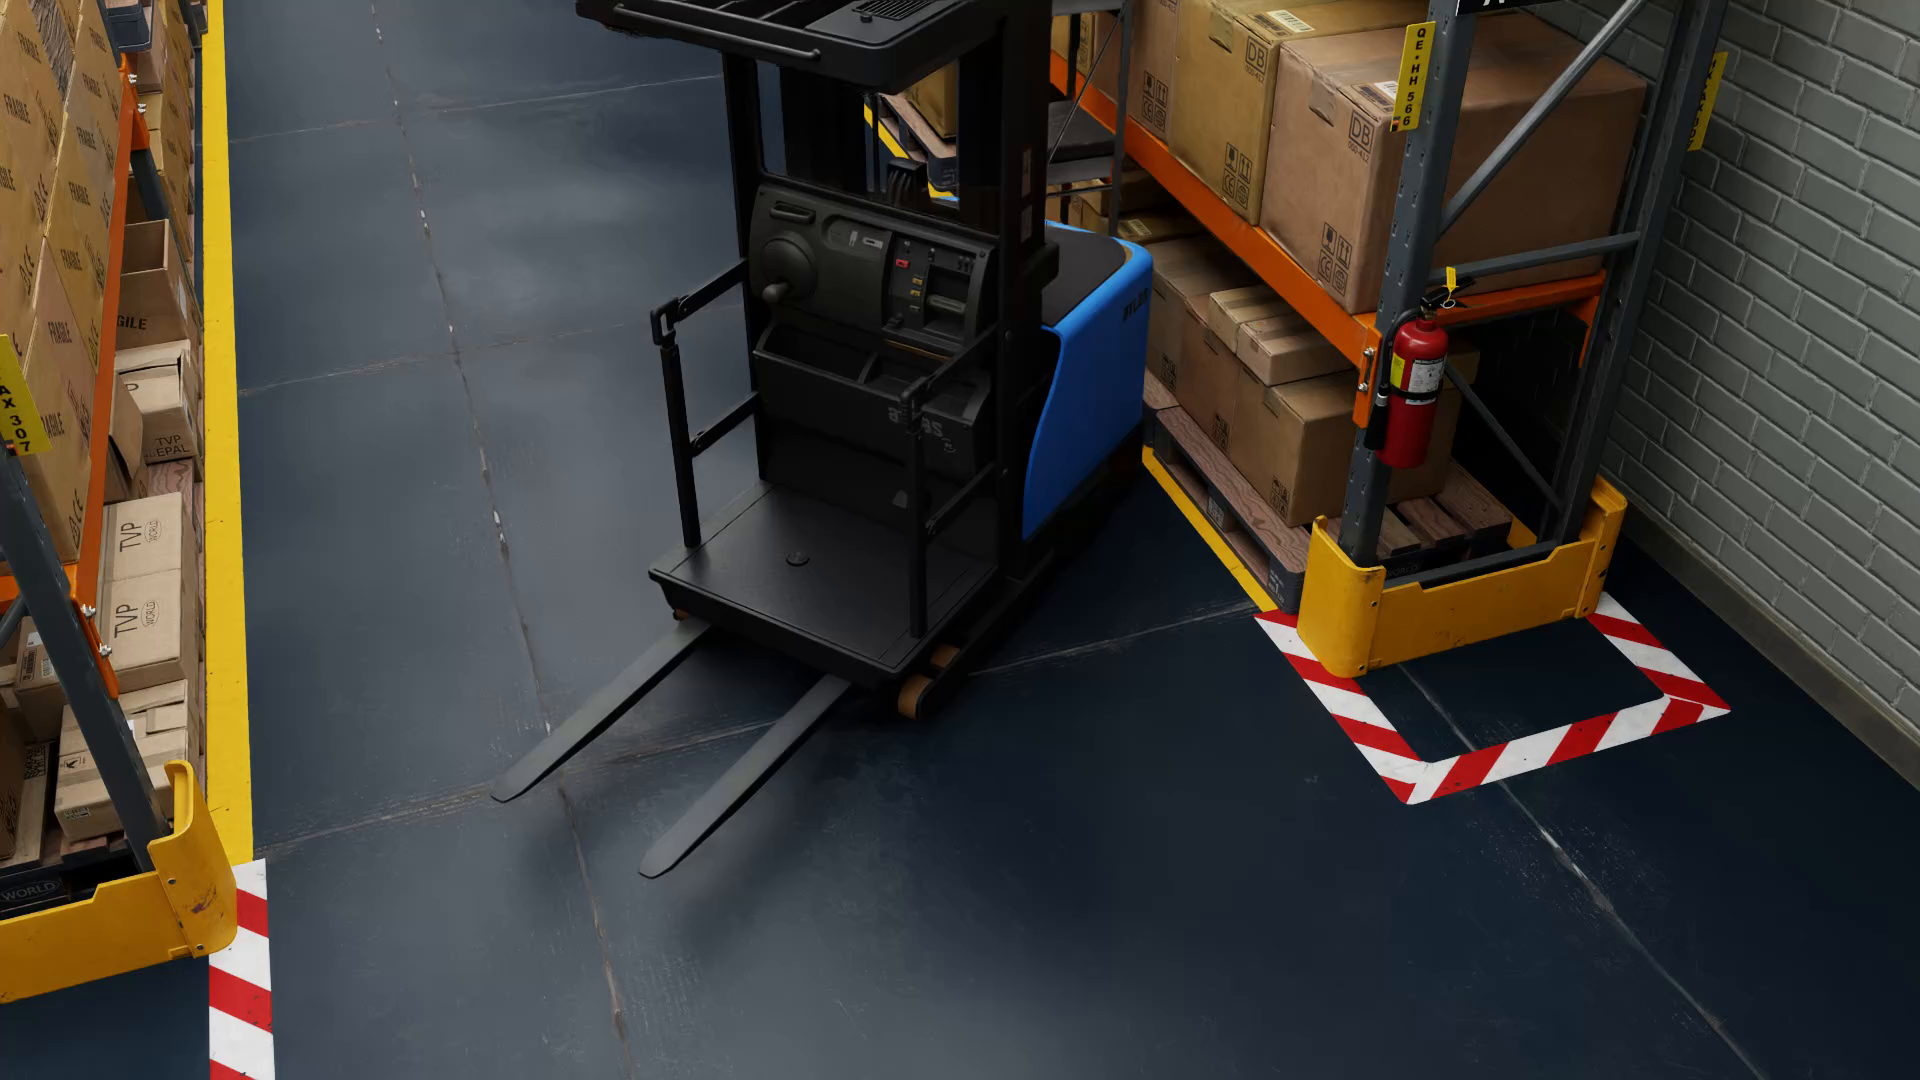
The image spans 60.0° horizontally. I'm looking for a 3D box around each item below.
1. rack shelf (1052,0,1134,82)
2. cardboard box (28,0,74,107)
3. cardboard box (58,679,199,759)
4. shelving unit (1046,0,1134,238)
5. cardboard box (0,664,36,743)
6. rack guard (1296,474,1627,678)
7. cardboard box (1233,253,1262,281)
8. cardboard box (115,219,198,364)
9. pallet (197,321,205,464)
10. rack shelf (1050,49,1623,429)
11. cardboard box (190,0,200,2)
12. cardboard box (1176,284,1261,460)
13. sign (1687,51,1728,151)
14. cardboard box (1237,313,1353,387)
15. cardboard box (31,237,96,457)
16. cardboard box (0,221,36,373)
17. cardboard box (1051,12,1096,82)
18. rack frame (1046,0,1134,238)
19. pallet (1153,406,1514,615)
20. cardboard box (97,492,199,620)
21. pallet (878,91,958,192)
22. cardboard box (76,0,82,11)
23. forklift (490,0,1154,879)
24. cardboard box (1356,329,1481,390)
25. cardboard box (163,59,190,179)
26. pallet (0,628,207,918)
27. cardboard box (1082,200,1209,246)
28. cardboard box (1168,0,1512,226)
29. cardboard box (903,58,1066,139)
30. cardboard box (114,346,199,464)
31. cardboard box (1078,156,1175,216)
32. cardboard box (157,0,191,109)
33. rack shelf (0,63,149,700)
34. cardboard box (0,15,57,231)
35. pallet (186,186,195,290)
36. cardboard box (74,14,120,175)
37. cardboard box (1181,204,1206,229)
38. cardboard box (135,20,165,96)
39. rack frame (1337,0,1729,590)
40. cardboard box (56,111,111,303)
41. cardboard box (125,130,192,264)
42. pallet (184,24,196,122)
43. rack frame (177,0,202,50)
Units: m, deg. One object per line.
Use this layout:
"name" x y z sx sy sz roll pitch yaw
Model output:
"rack shelf" 0.402 -2.130 6.673 0.431 0.518 0.480 -12 37 -18
"cardboard box" -3.404 -1.778 5.703 0.500 0.500 0.500 -12 39 -16
"cardboard box" -2.704 0.623 5.419 0.380 0.166 0.250 -12 39 -16
"shelving unit" 0.392 -1.569 7.067 0.431 2.100 0.503 -12 37 -18
"cardboard box" -3.269 0.568 5.492 0.380 0.166 0.250 -12 39 -16
"rack guard" 1.862 0.100 6.202 1.175 0.500 0.348 -12 39 -16
"cardboard box" 1.401 -1.257 7.115 0.380 0.149 0.250 -12 39 -15
"cardboard box" -3.710 -1.058 7.374 0.500 0.500 0.500 -12 39 -16
"pallet" -3.937 -0.642 7.427 1.003 0.211 1.213 -12 39 -16
"rack shelf" 1.165 -1.755 7.184 1.077 0.370 4.000 -12 39 -16
"cardboard box" -5.454 -3.830 11.278 0.500 0.250 0.500 -13 39 -16
"cardboard box" 1.347 -0.739 6.966 0.700 0.500 0.500 -13 39 -16
"sign" 2.377 -1.401 5.332 0.100 0.325 0.005 -12 39 -16
"cardboard box" 1.304 -0.750 6.442 0.380 0.149 0.250 -13 39 -16
"cardboard box" -2.884 -0.520 4.864 0.500 0.500 0.500 -13 39 -16
"cardboard box" -2.701 -0.629 4.178 0.500 0.500 0.500 -11 38 -15
"cardboard box" 0.895 -2.568 7.417 0.980 0.700 0.700 -13 39 -17
"rack frame" 0.481 -1.437 6.882 0.400 2.100 0.015 -12 37 -18
"pallet" 1.505 -0.234 6.885 1.003 0.211 1.213 -12 39 -16
"cardboard box" -3.061 0.107 6.034 0.500 0.250 0.500 -12 39 -16
"pallet" 0.141 -2.478 9.865 1.003 0.211 1.213 -12 39 -16
"cardboard box" -3.756 -2.351 6.464 0.500 0.500 0.500 -12 39 -16
"forklift" -0.426 -0.851 5.443 1.130 2.935 3.031 20 41 25
"cardboard box" 1.750 -0.686 6.357 0.380 0.149 0.250 -12 39 -16
"cardboard box" -4.469 -2.228 8.927 0.500 0.500 0.500 -12 39 -15
"pallet" -3.098 0.736 5.597 1.003 0.211 1.213 -12 39 -16
"cardboard box" 0.983 -1.322 7.741 0.700 0.500 0.500 -12 39 -15
"cardboard box" 1.408 -1.727 6.300 0.980 0.700 0.700 -13 39 -16
"cardboard box" 0.131 -2.821 9.440 0.750 0.750 0.750 -12 39 -15
"cardboard box" -3.452 -0.559 6.868 0.500 0.311 0.500 -12 39 -16
"cardboard box" 0.765 -1.630 7.611 0.380 0.149 0.250 -14 39 -17
"cardboard box" -4.829 -2.809 9.698 0.500 0.500 0.500 -14 39 -18
"rack shelf" -3.484 -0.727 5.820 1.077 0.370 4.000 -12 39 -16
"cardboard box" -3.056 -1.206 4.944 0.500 0.500 0.500 -12 39 -15
"pallet" -4.488 -1.482 8.542 1.003 0.211 1.213 -12 39 -16
"cardboard box" -3.581 -1.664 6.383 0.500 0.500 0.500 -11 38 -15
"cardboard box" 1.225 -1.545 7.497 0.380 0.149 0.250 -13 39 -17
"cardboard box" -4.455 -2.509 8.677 0.500 0.250 0.500 -12 39 -16
"rack frame" 1.854 -0.912 5.468 1.000 3.000 0.127 -12 39 -16
"cardboard box" -3.224 -1.087 5.617 0.500 0.500 0.500 -12 39 -15
"cardboard box" -4.110 -1.645 8.153 0.500 0.500 0.500 -14 39 -18
"pallet" -5.328 -2.860 10.372 1.003 0.211 1.213 -12 39 -16
"rack frame" -5.549 -4.404 10.103 1.000 3.000 0.127 -12 39 -16
